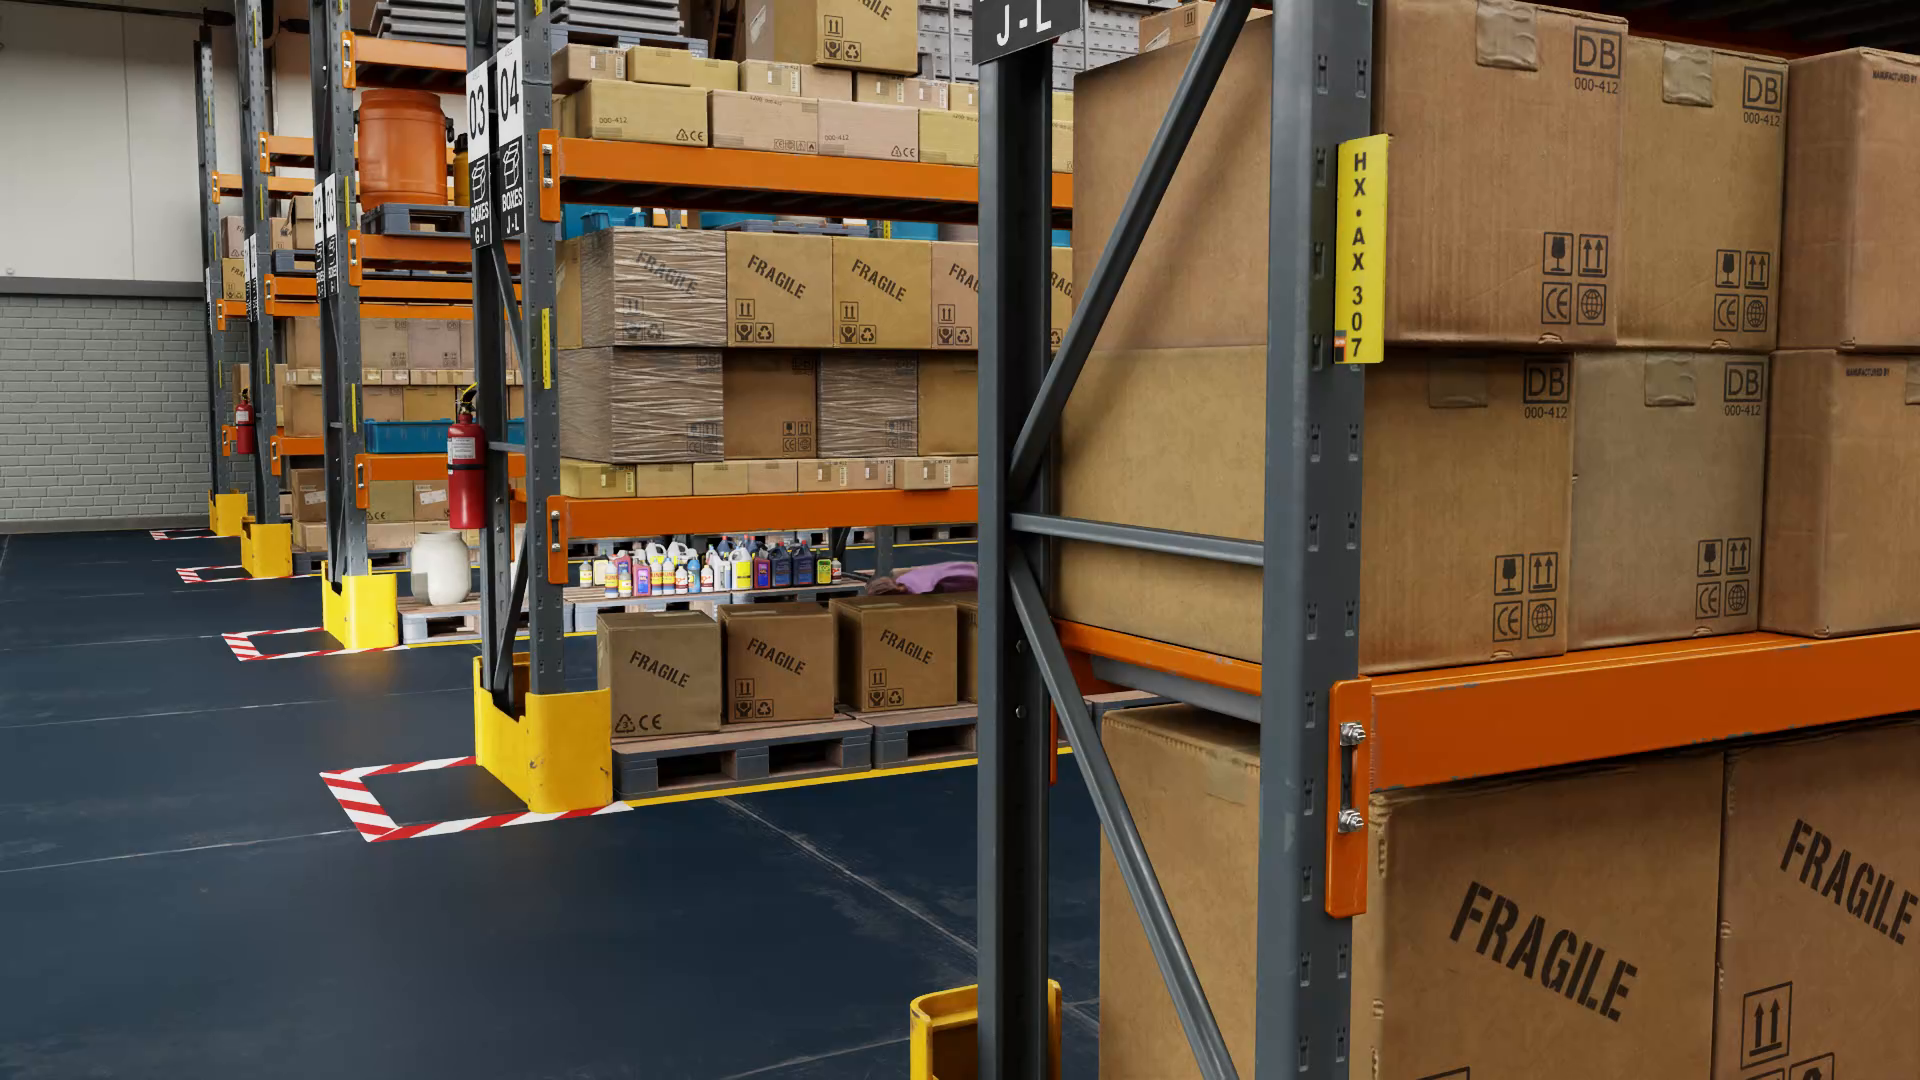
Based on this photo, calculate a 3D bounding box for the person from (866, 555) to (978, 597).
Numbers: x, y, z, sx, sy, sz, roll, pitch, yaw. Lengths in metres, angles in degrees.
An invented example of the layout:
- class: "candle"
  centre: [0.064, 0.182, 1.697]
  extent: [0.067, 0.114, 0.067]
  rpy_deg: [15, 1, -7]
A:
- class: "person"
  centre: [-0.170, 0.491, 9.995]
  extent: [0.869, 0.787, 0.427]
  rpy_deg: [-3, 6, -30]
